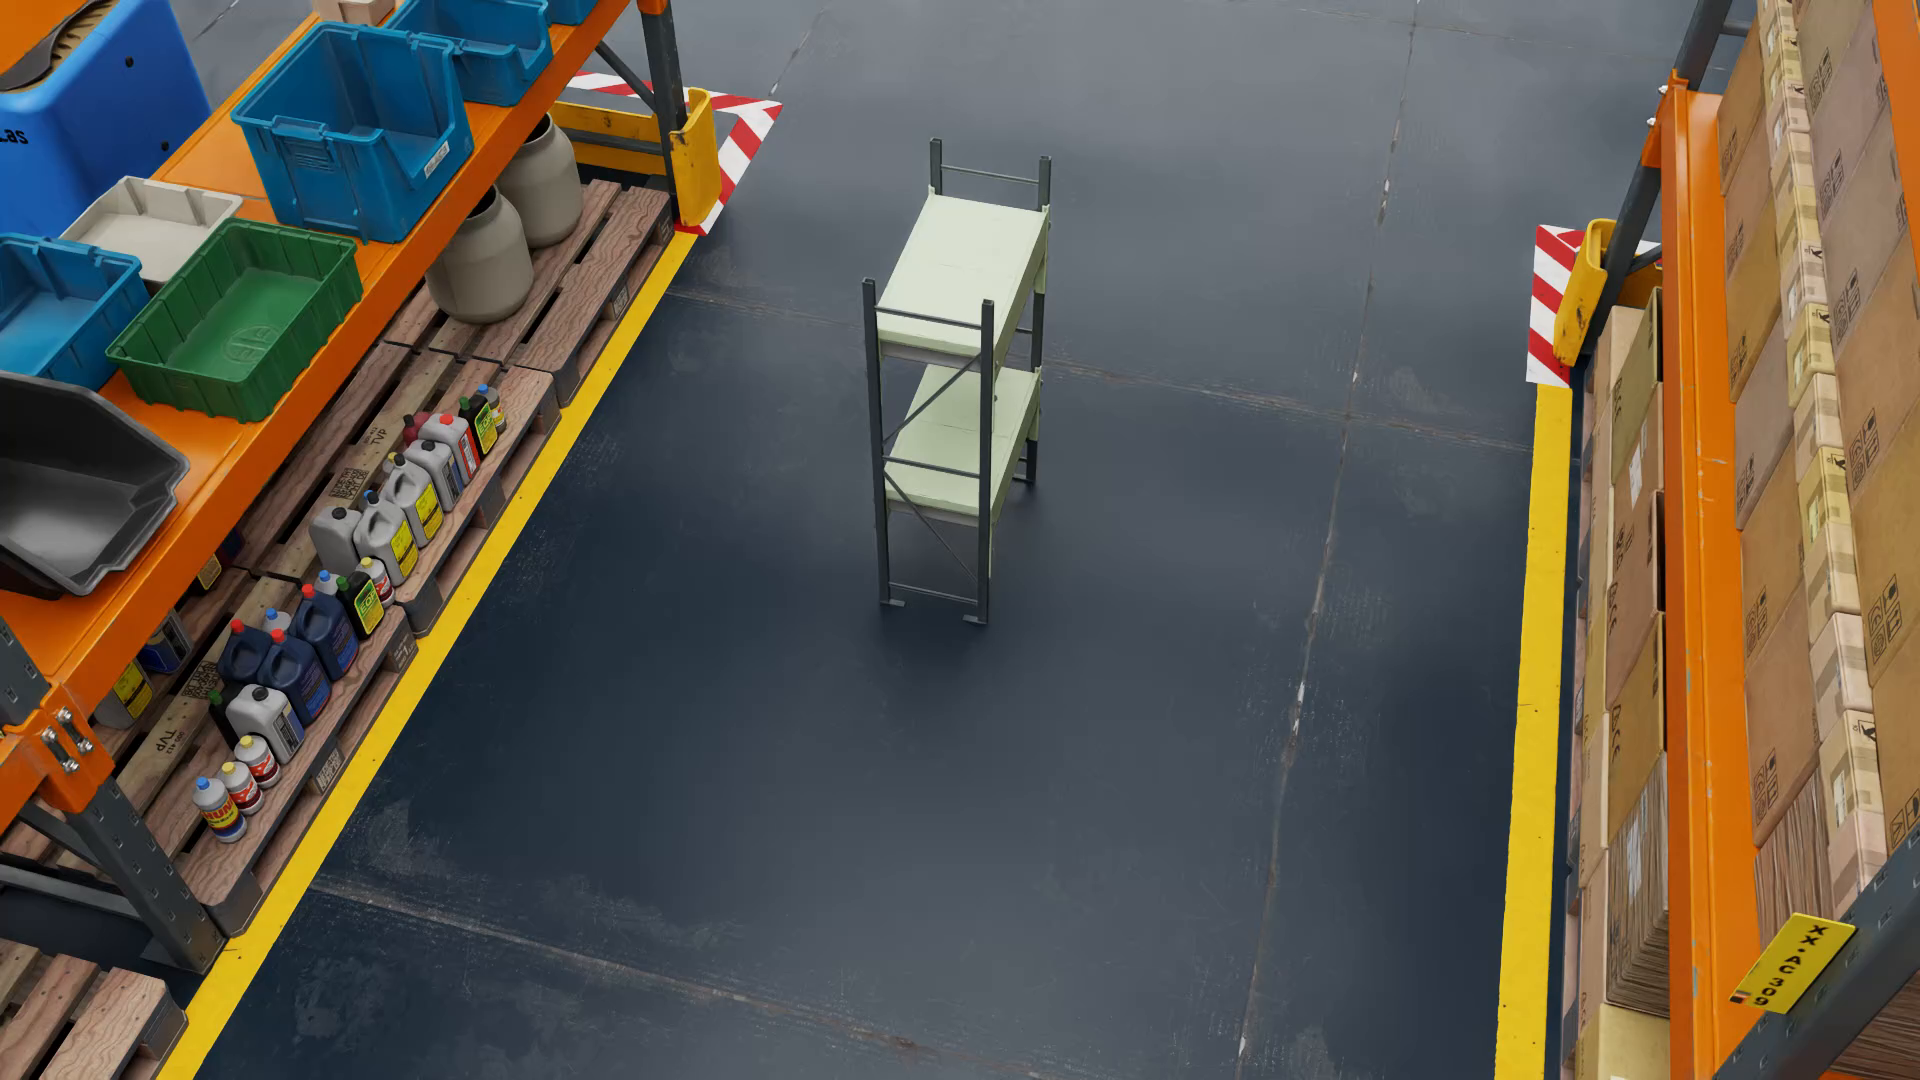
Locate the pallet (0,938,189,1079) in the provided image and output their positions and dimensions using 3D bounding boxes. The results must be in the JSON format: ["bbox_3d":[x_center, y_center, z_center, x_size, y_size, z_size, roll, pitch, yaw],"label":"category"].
[{"bbox_3d":[-2.938,1.694,4.614,1.003,0.211,1.213,12,50,10],"label":"pallet"}]

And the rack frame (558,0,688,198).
[{"bbox_3d":[-1.716,-2.697,6.630,1.000,3.000,0.127,12,50,10],"label":"rack frame"}]

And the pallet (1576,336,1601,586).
[{"bbox_3d":[2.901,-0.233,6.315,1.003,0.211,1.213,12,50,10],"label":"pallet"}]

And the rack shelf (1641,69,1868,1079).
[{"bbox_3d":[2.535,-0.033,4.758,1.077,0.370,4.000,12,50,10],"label":"rack shelf"}]

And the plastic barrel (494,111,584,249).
[{"bbox_3d":[-1.816,-1.522,6.972,0.421,0.512,0.421,0,49,0],"label":"plastic barrel"}]

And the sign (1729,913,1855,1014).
[{"bbox_3d":[1.473,0.755,2.953,0.100,0.325,0.005,12,50,10],"label":"sign"}]

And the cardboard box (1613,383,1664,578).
[{"bbox_3d":[2.457,-0.124,5.413,0.500,0.500,0.500,12,50,10],"label":"cardboard box"}]

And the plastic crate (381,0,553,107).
[{"bbox_3d":[-1.736,-1.759,5.901,0.499,0.251,0.408,12,50,10],"label":"plastic crate"}]

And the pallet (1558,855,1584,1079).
[{"bbox_3d":[2.258,1.532,4.757,1.003,0.211,1.213,12,50,10],"label":"pallet"}]

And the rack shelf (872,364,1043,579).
[{"bbox_3d":[0.002,-0.285,5.936,0.431,0.370,0.720,12,50,10],"label":"rack shelf"}]

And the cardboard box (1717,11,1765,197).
[{"bbox_3d":[2.926,-1.415,5.432,0.700,0.500,0.500,12,50,10],"label":"cardboard box"}]

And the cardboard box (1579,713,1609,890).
[{"bbox_3d":[2.178,0.844,5.058,0.500,0.250,0.500,12,50,10],"label":"cardboard box"}]

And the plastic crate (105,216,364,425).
[{"bbox_3d":[-2.140,-0.660,4.973,0.450,0.188,0.662,12,50,10],"label":"plastic crate"}]

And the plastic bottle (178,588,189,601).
[{"bbox_3d":[-2.742,0.032,5.695,0.144,0.351,0.185,11,50,10],"label":"plastic bottle"}]

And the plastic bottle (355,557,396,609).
[{"bbox_3d":[-2.010,0.138,5.701,0.097,0.201,0.097,0,49,0],"label":"plastic bottle"}]

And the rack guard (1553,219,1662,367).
[{"bbox_3d":[3.068,-0.907,6.717,1.175,0.500,0.348,12,50,10],"label":"rack guard"}]

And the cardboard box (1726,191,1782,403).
[{"bbox_3d":[2.656,-0.676,4.780,0.700,0.500,0.500,12,50,10],"label":"cardboard box"}]

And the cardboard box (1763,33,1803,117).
[{"bbox_3d":[2.616,-1.352,4.943,0.380,0.149,0.250,12,50,10],"label":"cardboard box"}]

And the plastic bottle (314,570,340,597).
[{"bbox_3d":[-2.104,0.201,5.598,0.097,0.271,0.097,0,49,0],"label":"plastic bottle"}]

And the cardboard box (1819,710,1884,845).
[{"bbox_3d":[1.940,0.511,3.299,0.380,0.149,0.250,11,49,9],"label":"cardboard box"}]

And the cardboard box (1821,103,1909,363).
[{"bbox_3d":[2.515,-0.698,3.933,0.700,0.500,0.500,12,50,10],"label":"cardboard box"}]

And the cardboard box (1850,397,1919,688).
[{"bbox_3d":[2.251,0.026,3.295,0.700,0.500,0.500,11,50,10],"label":"cardboard box"}]

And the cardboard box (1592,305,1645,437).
[{"bbox_3d":[2.706,-0.602,6.335,0.500,0.250,0.500,12,50,10],"label":"cardboard box"}]

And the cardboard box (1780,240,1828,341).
[{"bbox_3d":[2.345,-0.612,4.290,0.380,0.149,0.250,12,50,10],"label":"cardboard box"}]

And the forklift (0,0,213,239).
[{"bbox_3d":[-4.873,-2.455,6.462,3.031,2.935,1.130,7,49,6],"label":"forklift"}]

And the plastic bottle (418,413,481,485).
[{"bbox_3d":[-1.870,-0.350,6.081,0.152,0.276,0.135,12,50,10],"label":"plastic bottle"}]

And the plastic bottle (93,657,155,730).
[{"bbox_3d":[-2.739,0.433,5.341,0.144,0.351,0.185,12,50,10],"label":"plastic bottle"}]

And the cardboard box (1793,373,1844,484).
[{"bbox_3d":[2.209,-0.229,3.952,0.380,0.149,0.250,13,50,11],"label":"cardboard box"}]

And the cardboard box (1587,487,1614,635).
[{"bbox_3d":[2.446,0.122,5.696,0.500,0.250,0.500,12,50,10],"label":"cardboard box"}]

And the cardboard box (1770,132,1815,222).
[{"bbox_3d":[2.480,-0.977,4.612,0.380,0.149,0.250,10,49,9],"label":"cardboard box"}]

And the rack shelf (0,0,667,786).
[{"bbox_3d":[-2.243,-1.013,5.623,1.077,0.370,4.000,12,50,10],"label":"rack shelf"}]

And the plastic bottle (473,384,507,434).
[{"bbox_3d":[-1.777,-0.502,6.265,0.097,0.201,0.097,0,49,0],"label":"plastic bottle"}]

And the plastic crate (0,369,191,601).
[{"bbox_3d":[-2.509,-0.137,4.412,0.767,0.338,0.504,12,50,10],"label":"plastic crate"}]

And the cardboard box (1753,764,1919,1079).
[{"bbox_3d":[2.119,0.821,3.458,0.700,0.500,0.500,10,49,9],"label":"cardboard box"}]

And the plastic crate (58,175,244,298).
[{"bbox_3d":[-2.586,-0.941,5.256,0.530,0.136,0.437,12,50,10],"label":"plastic crate"}]

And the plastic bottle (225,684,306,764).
[{"bbox_3d":[-2.204,0.568,5.271,0.152,0.276,0.135,13,50,11],"label":"plastic bottle"}]

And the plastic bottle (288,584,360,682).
[{"bbox_3d":[-2.107,0.288,5.468,0.144,0.351,0.185,10,49,8],"label":"plastic bottle"}]

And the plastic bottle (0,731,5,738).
[{"bbox_3d":[-2.974,0.652,5.247,0.097,0.201,0.097,0,49,0],"label":"plastic bottle"}]

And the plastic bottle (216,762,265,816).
[{"bbox_3d":[-2.236,0.759,5.153,0.097,0.201,0.097,0,49,0],"label":"plastic bottle"}]

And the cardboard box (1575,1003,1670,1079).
[{"bbox_3d":[1.920,1.568,4.419,0.500,0.250,0.500,12,50,10],"label":"cardboard box"}]

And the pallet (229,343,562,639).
[{"bbox_3d":[-2.233,-0.244,6.325,1.003,0.211,1.213,12,50,10],"label":"pallet"}]

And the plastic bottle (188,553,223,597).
[{"bbox_3d":[-2.637,0.056,5.719,0.061,0.283,0.133,12,50,10],"label":"plastic bottle"}]

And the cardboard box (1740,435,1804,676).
[{"bbox_3d":[2.388,0.076,4.116,0.700,0.500,0.500,12,50,11],"label":"cardboard box"}]

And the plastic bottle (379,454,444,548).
[{"bbox_3d":[-1.946,-0.154,5.858,0.144,0.351,0.185,13,50,12],"label":"plastic bottle"}]

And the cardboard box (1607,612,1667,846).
[{"bbox_3d":[2.191,0.599,4.775,0.500,0.500,0.500,12,50,10],"label":"cardboard box"}]

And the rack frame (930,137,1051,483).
[{"bbox_3d":[0.098,-0.766,5.926,0.400,1.500,0.023,12,50,10],"label":"rack frame"}]

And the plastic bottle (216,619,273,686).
[{"bbox_3d":[-2.295,0.396,5.373,0.144,0.351,0.185,12,50,10],"label":"plastic bottle"}]

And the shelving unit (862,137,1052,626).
[{"bbox_3d":[0.002,-0.501,5.692,0.431,1.500,0.755,12,50,10],"label":"shelving unit"}]

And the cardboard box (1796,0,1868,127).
[{"bbox_3d":[2.779,-1.425,4.575,0.700,0.500,0.500,10,49,9],"label":"cardboard box"}]

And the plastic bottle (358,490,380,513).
[{"bbox_3d":[-2.074,-0.096,5.907,0.097,0.201,0.097,0,49,0],"label":"plastic bottle"}]

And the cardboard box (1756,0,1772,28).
[{"bbox_3d":[2.750,-1.724,5.271,0.380,0.149,0.250,11,50,10],"label":"cardboard box"}]

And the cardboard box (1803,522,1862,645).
[{"bbox_3d":[2.075,0.131,3.635,0.380,0.149,0.250,11,50,10],"label":"cardboard box"}]
